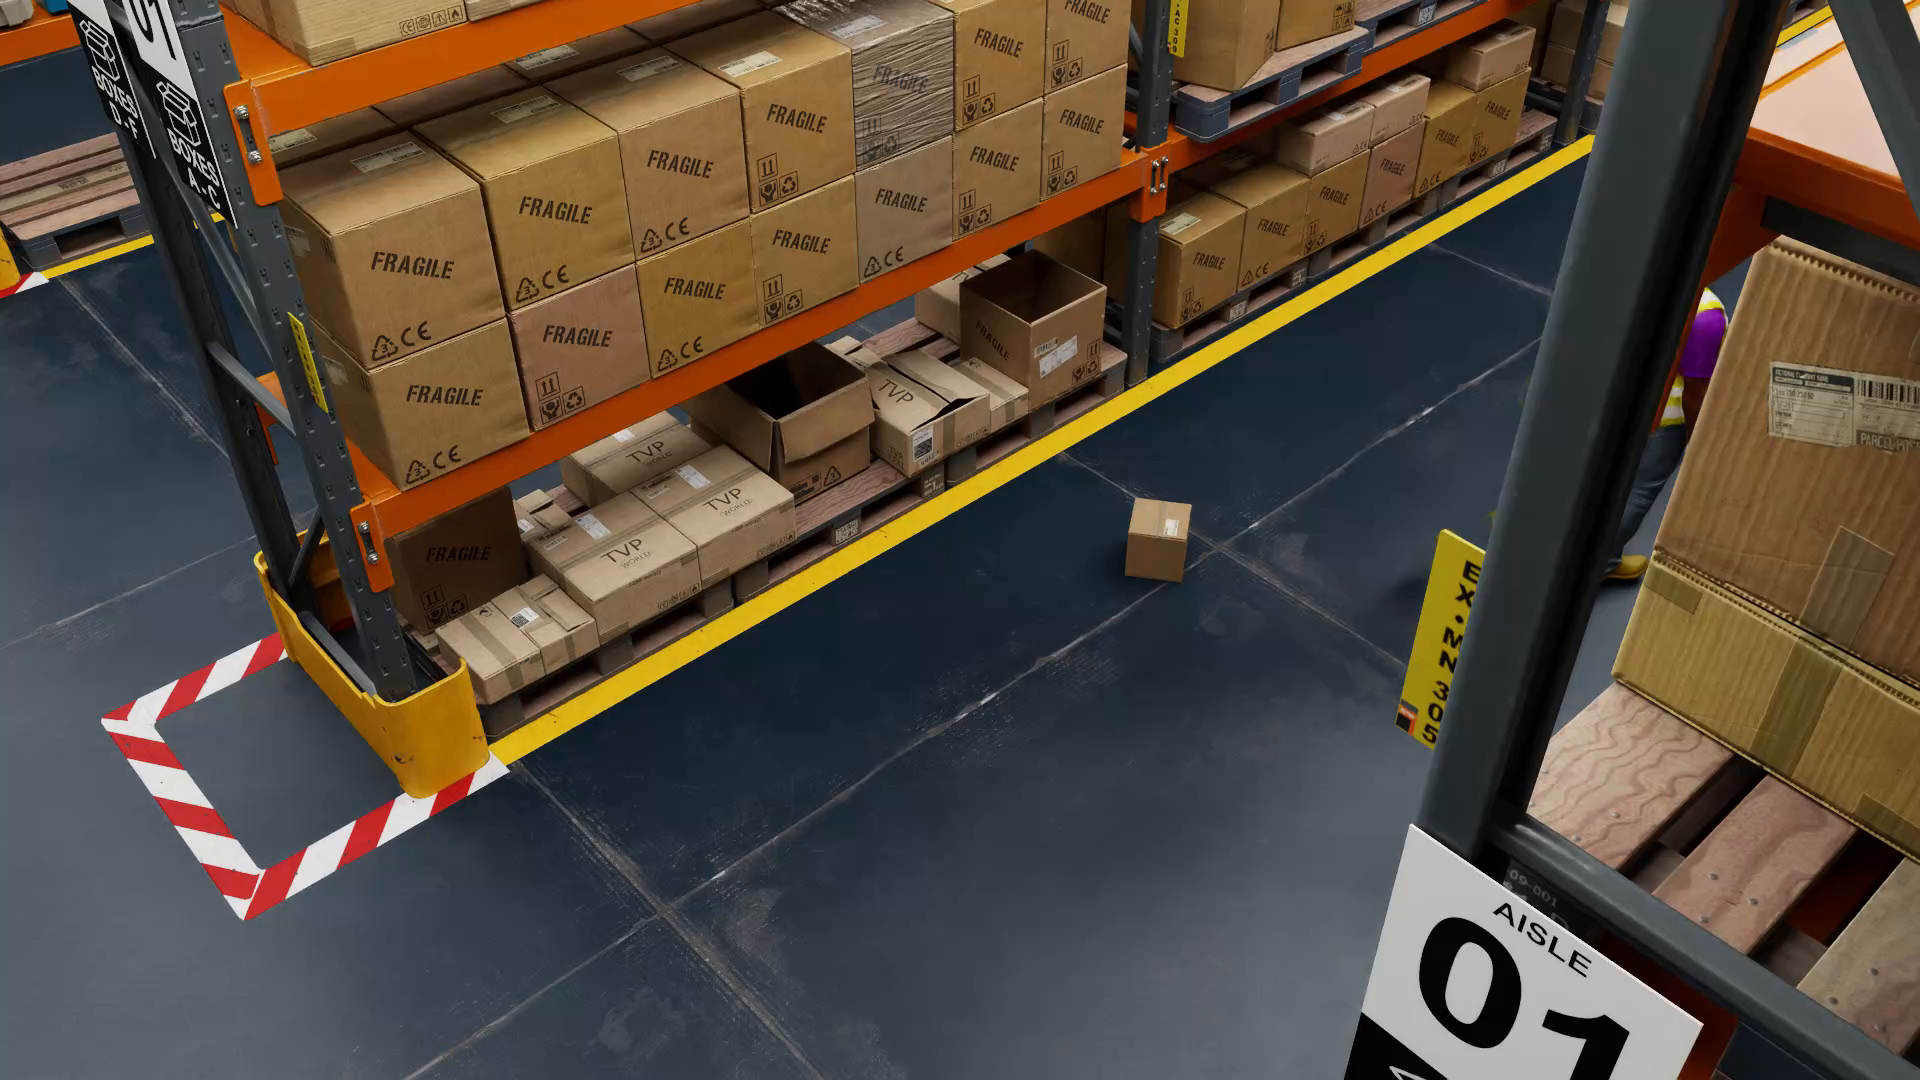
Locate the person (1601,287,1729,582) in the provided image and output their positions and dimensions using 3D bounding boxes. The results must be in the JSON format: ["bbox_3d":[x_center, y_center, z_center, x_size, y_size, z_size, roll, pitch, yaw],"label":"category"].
[{"bbox_3d":[2.875,-0.576,6.794,0.454,1.765,0.592,-8,40,-10],"label":"person"}]
